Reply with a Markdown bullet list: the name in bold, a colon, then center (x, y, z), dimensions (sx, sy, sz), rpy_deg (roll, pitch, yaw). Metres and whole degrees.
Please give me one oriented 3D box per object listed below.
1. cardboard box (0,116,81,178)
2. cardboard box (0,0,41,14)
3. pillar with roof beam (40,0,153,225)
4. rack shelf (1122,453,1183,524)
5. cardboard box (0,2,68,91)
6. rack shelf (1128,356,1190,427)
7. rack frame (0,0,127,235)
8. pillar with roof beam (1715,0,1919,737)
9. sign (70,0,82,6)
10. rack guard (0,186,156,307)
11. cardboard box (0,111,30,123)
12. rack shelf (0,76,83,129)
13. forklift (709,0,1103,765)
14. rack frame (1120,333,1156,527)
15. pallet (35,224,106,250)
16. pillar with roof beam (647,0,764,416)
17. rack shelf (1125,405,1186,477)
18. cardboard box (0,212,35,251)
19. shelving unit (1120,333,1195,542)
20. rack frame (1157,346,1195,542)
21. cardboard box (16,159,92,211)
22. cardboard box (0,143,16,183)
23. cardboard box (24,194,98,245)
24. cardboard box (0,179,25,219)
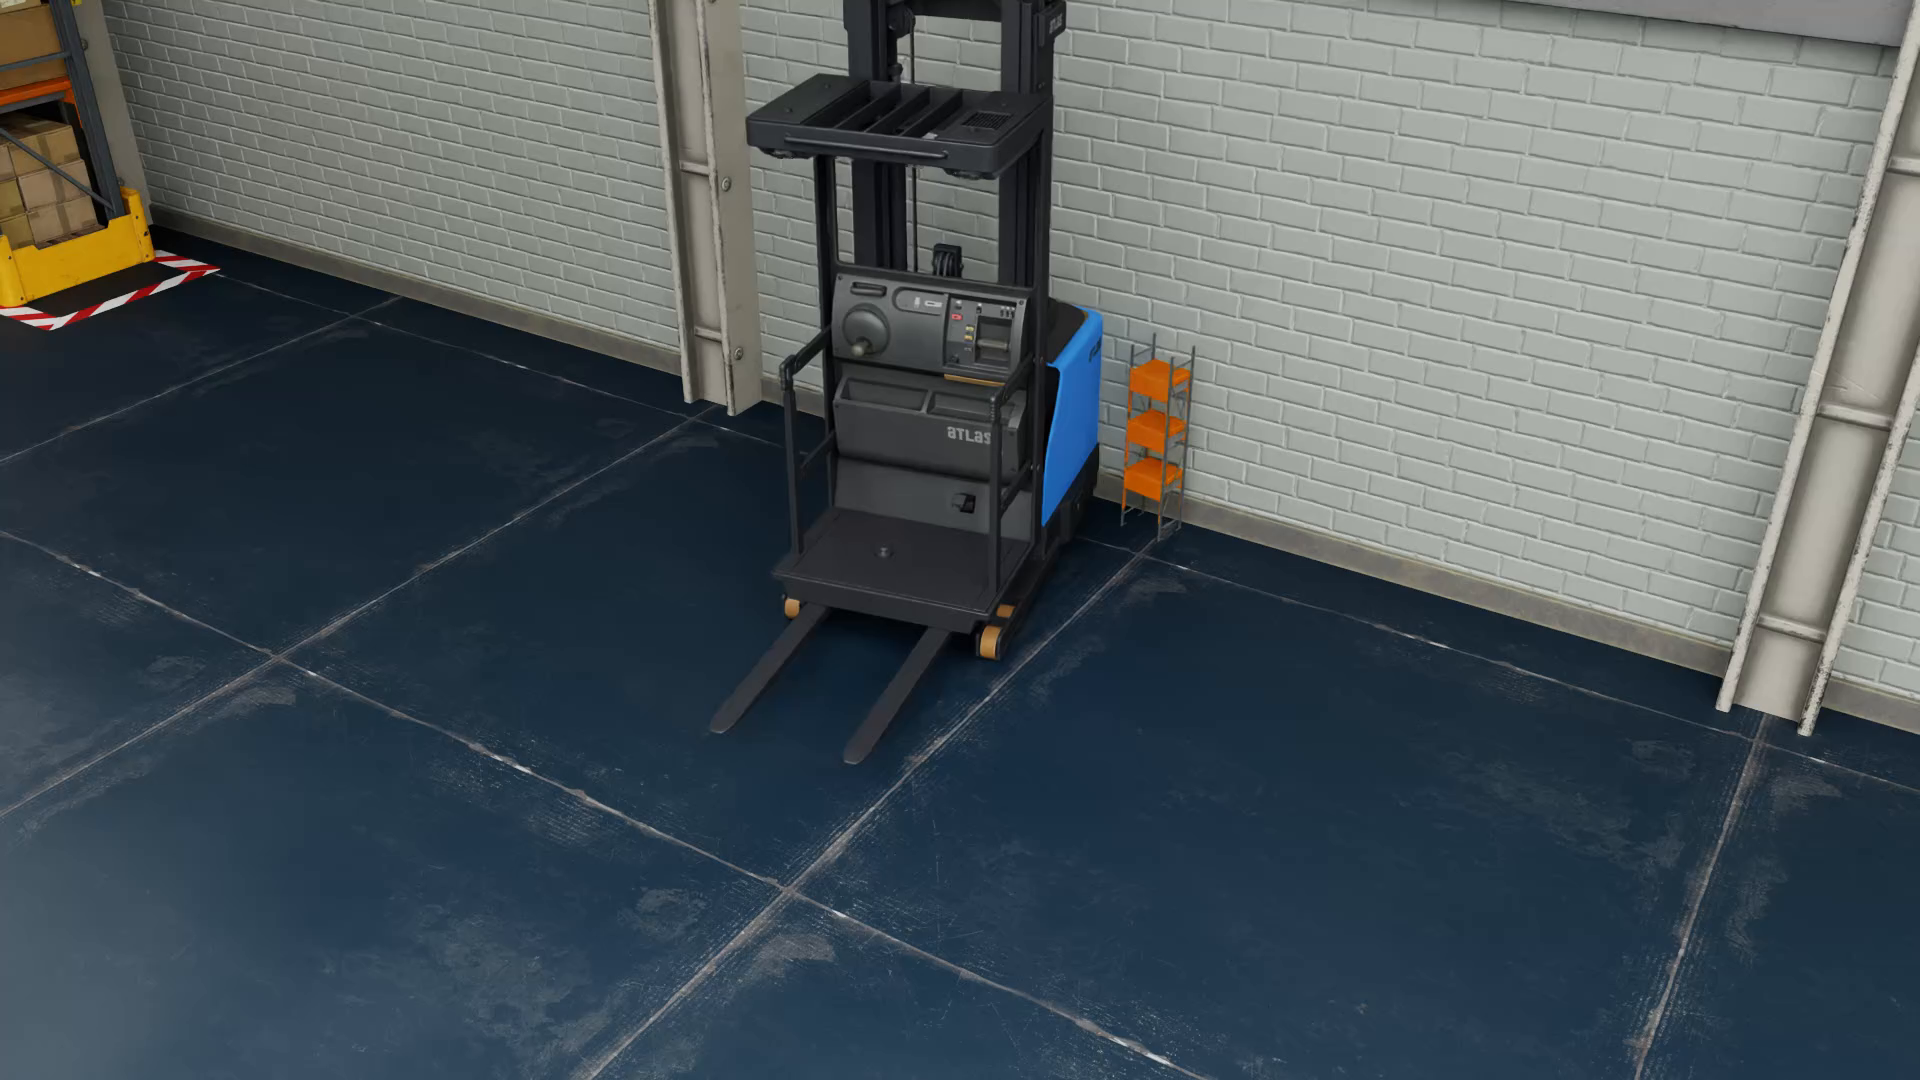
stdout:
- **cardboard box**: center (-6.725, -2.831, 11.946), dimensions (0.500, 0.250, 0.500), rpy_deg (17, 34, 27)
- **cardboard box**: center (-6.568, -3.721, 11.409), dimensions (0.250, 0.149, 0.380), rpy_deg (17, 34, 26)
- **pillar with roof beam**: center (-8.818, -4.521, 7.570), dimensions (0.400, 9.000, 9.100), rpy_deg (18, 35, 27)
- **rack shelf**: center (1.017, -0.273, 8.747), dimensions (0.240, 0.259, 0.215), rpy_deg (25, 38, 36)
- **cardboard box**: center (-6.691, -3.491, 11.657), dimensions (0.500, 0.500, 0.500), rpy_deg (19, 35, 29)
- **rack shelf**: center (1.019, -0.759, 8.466), dimensions (0.240, 0.259, 0.215), rpy_deg (25, 38, 36)
- **rack frame**: center (-6.419, -3.196, 11.252), dimensions (0.127, 3.000, 1.000), rpy_deg (18, 35, 27)
- **pillar with roof beam**: center (1.346, -1.306, 2.059), dimensions (0.400, 9.000, 9.100), rpy_deg (18, 35, 27)
- **sign**: center (-6.119, -3.839, 11.417), dimensions (0.005, 0.325, 0.100), rpy_deg (18, 35, 27)
- **rack guard**: center (-6.399, -2.110, 11.871), dimensions (0.348, 0.500, 1.175), rpy_deg (18, 35, 27)
- **cardboard box**: center (-7.151, -2.964, 12.173), dimensions (0.500, 0.250, 0.500), rpy_deg (18, 35, 27)
- **rack shelf**: center (-8.113, -3.421, 12.351), dimensions (4.000, 0.370, 1.077), rpy_deg (18, 35, 27)
- **forklift**: center (-0.218, -0.938, 7.449), dimensions (1.130, 2.935, 3.031), rpy_deg (10, 32, 17)
- **rack frame**: center (0.928, -0.564, 8.674), dimensions (0.008, 1.050, 0.200), rpy_deg (25, 38, 36)
- **pallet**: center (-7.089, -2.179, 12.275), dimensions (1.213, 0.211, 1.003), rpy_deg (18, 35, 27)
- **pillar with roof beam**: center (-3.736, -2.914, 4.814), dimensions (0.400, 9.000, 9.100), rpy_deg (18, 35, 27)
- **rack shelf**: center (1.018, -0.513, 8.608), dimensions (0.240, 0.259, 0.215), rpy_deg (25, 38, 36)
- **cardboard box**: center (-6.985, -2.181, 11.823), dimensions (0.500, 0.250, 0.500), rpy_deg (18, 35, 28)
- **shelving unit**: center (1.018, -0.523, 8.603), dimensions (0.252, 1.050, 0.215), rpy_deg (25, 38, 36)
- **rack frame**: center (1.108, -0.481, 8.532), dimensions (0.008, 1.050, 0.200), rpy_deg (25, 38, 36)
- **cardboard box**: center (-6.707, -2.620, 12.081), dimensions (0.500, 0.250, 0.500), rpy_deg (18, 35, 28)
- **cardboard box**: center (-6.975, -2.612, 11.570), dimensions (0.500, 0.250, 0.500), rpy_deg (19, 35, 29)
- **cardboard box**: center (-6.731, -2.405, 12.207), dimensions (0.500, 0.250, 0.500), rpy_deg (18, 35, 28)
- **cardboard box**: center (-6.997, -2.403, 11.708), dimensions (0.500, 0.250, 0.500), rpy_deg (17, 34, 27)
